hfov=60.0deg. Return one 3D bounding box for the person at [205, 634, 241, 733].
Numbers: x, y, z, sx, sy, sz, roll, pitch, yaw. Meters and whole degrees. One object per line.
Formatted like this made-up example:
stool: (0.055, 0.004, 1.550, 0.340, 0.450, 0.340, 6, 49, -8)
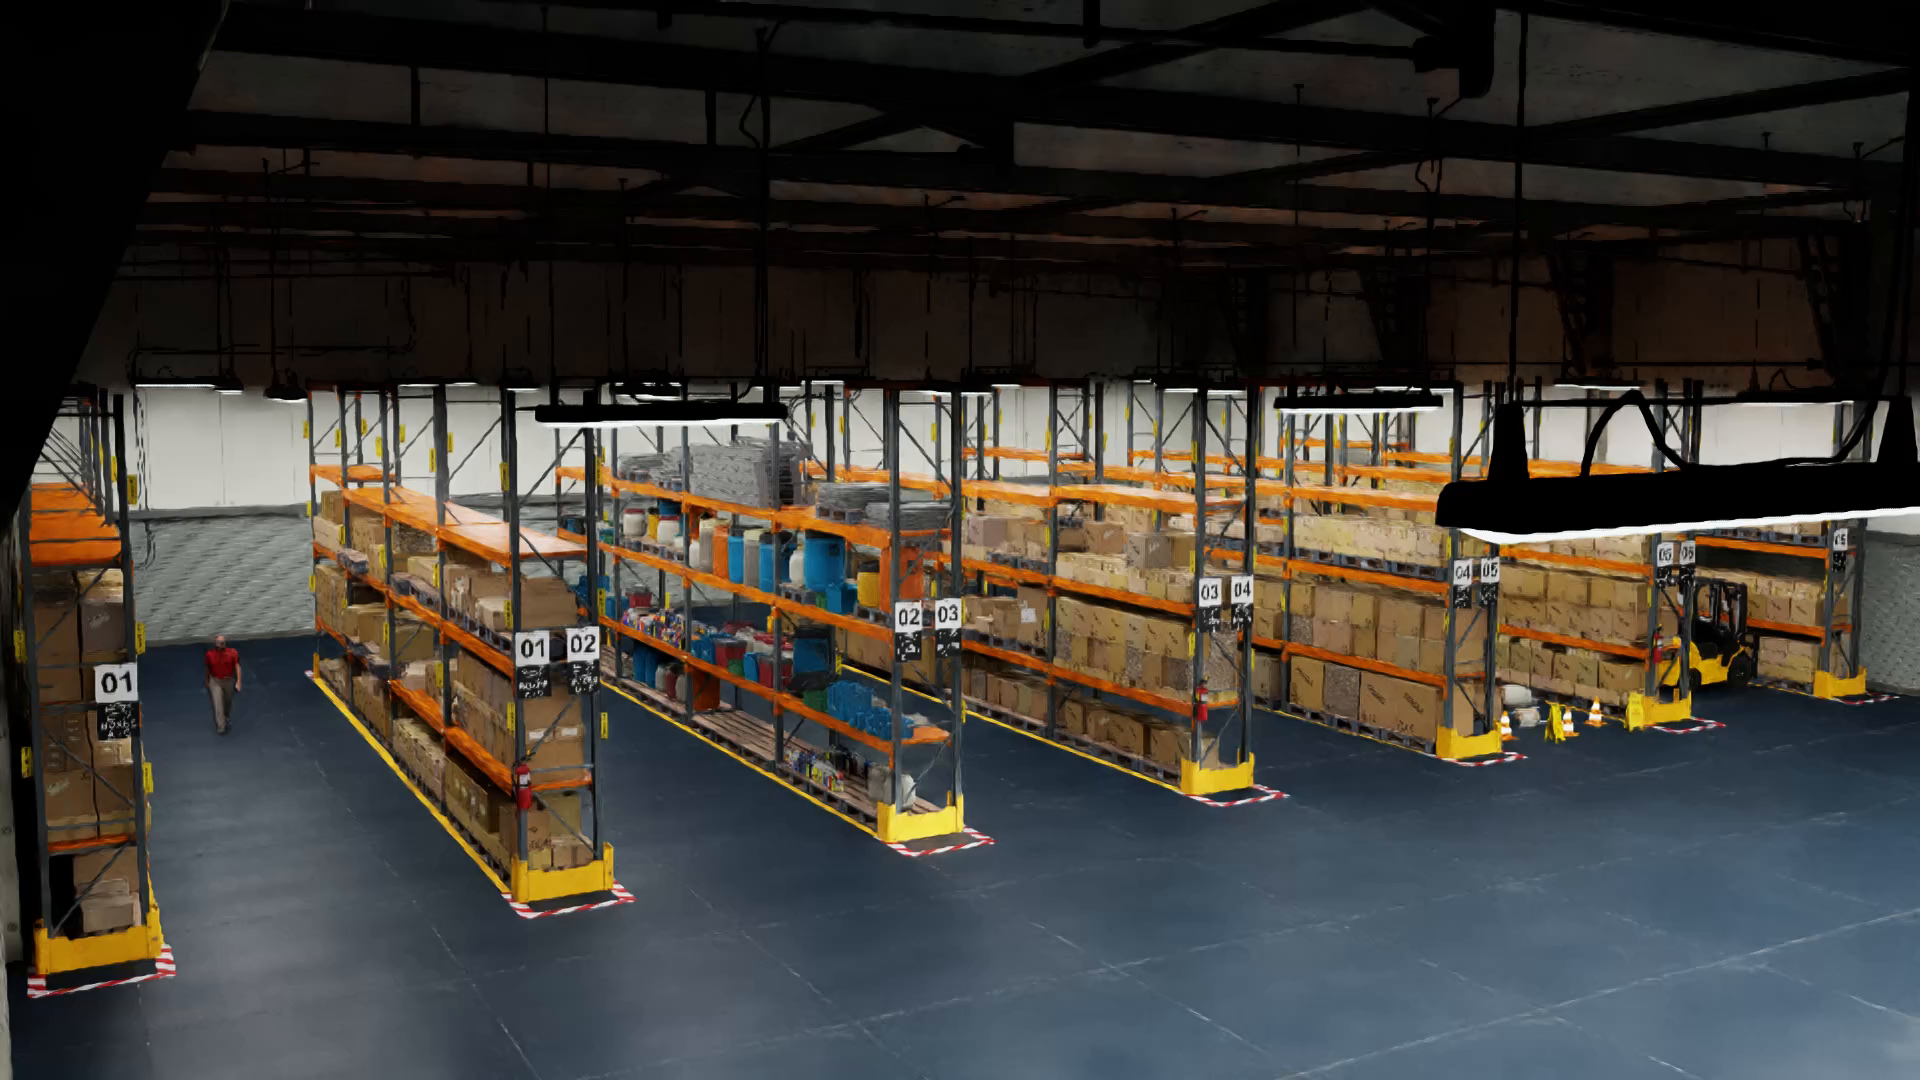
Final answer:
person: (-12.713, 2.445, 28.710, 0.556, 1.669, 1.030, -3, 7, -30)
